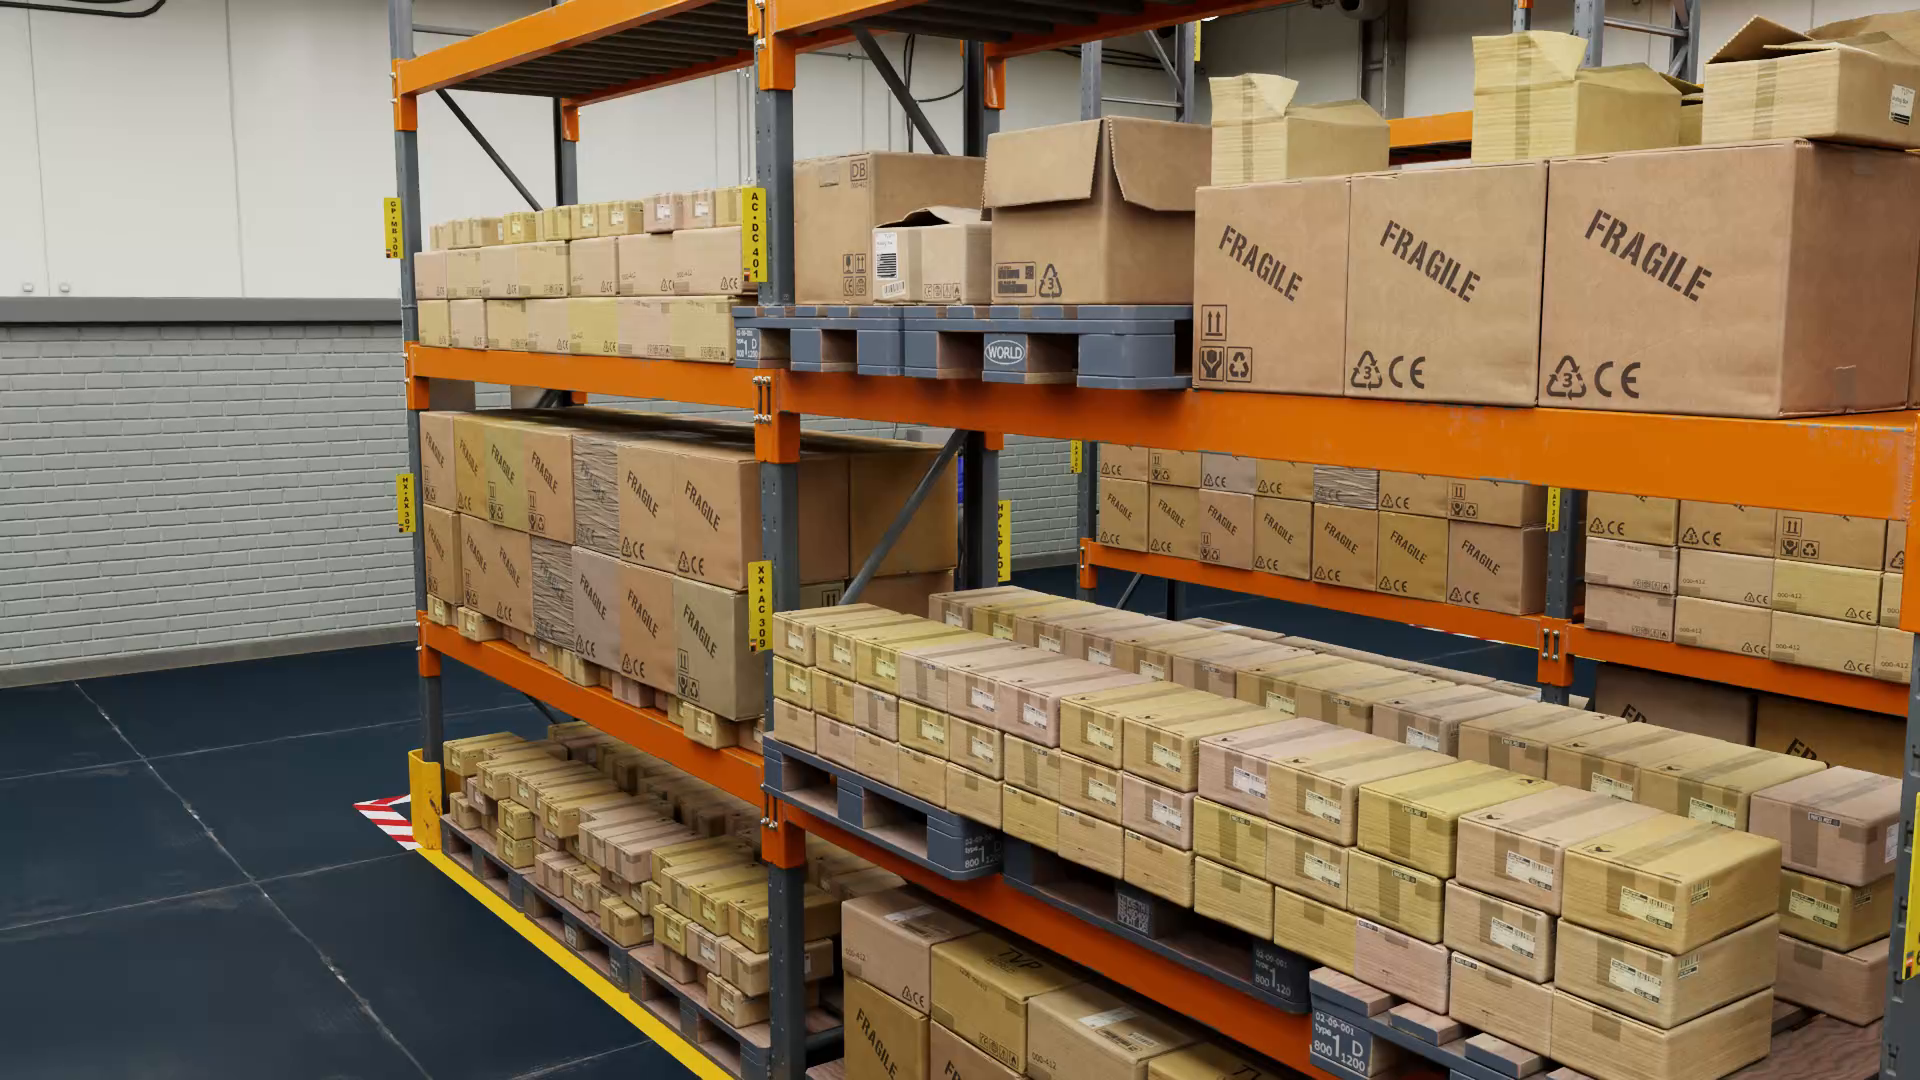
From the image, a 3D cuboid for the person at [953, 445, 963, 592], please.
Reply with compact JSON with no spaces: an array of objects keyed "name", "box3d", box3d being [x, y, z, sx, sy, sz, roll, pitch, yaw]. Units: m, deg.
[{"name":"person","box3d":[0.027,-0.232,17.497,0.348,1.655,0.528,-6,10,-38]}]
